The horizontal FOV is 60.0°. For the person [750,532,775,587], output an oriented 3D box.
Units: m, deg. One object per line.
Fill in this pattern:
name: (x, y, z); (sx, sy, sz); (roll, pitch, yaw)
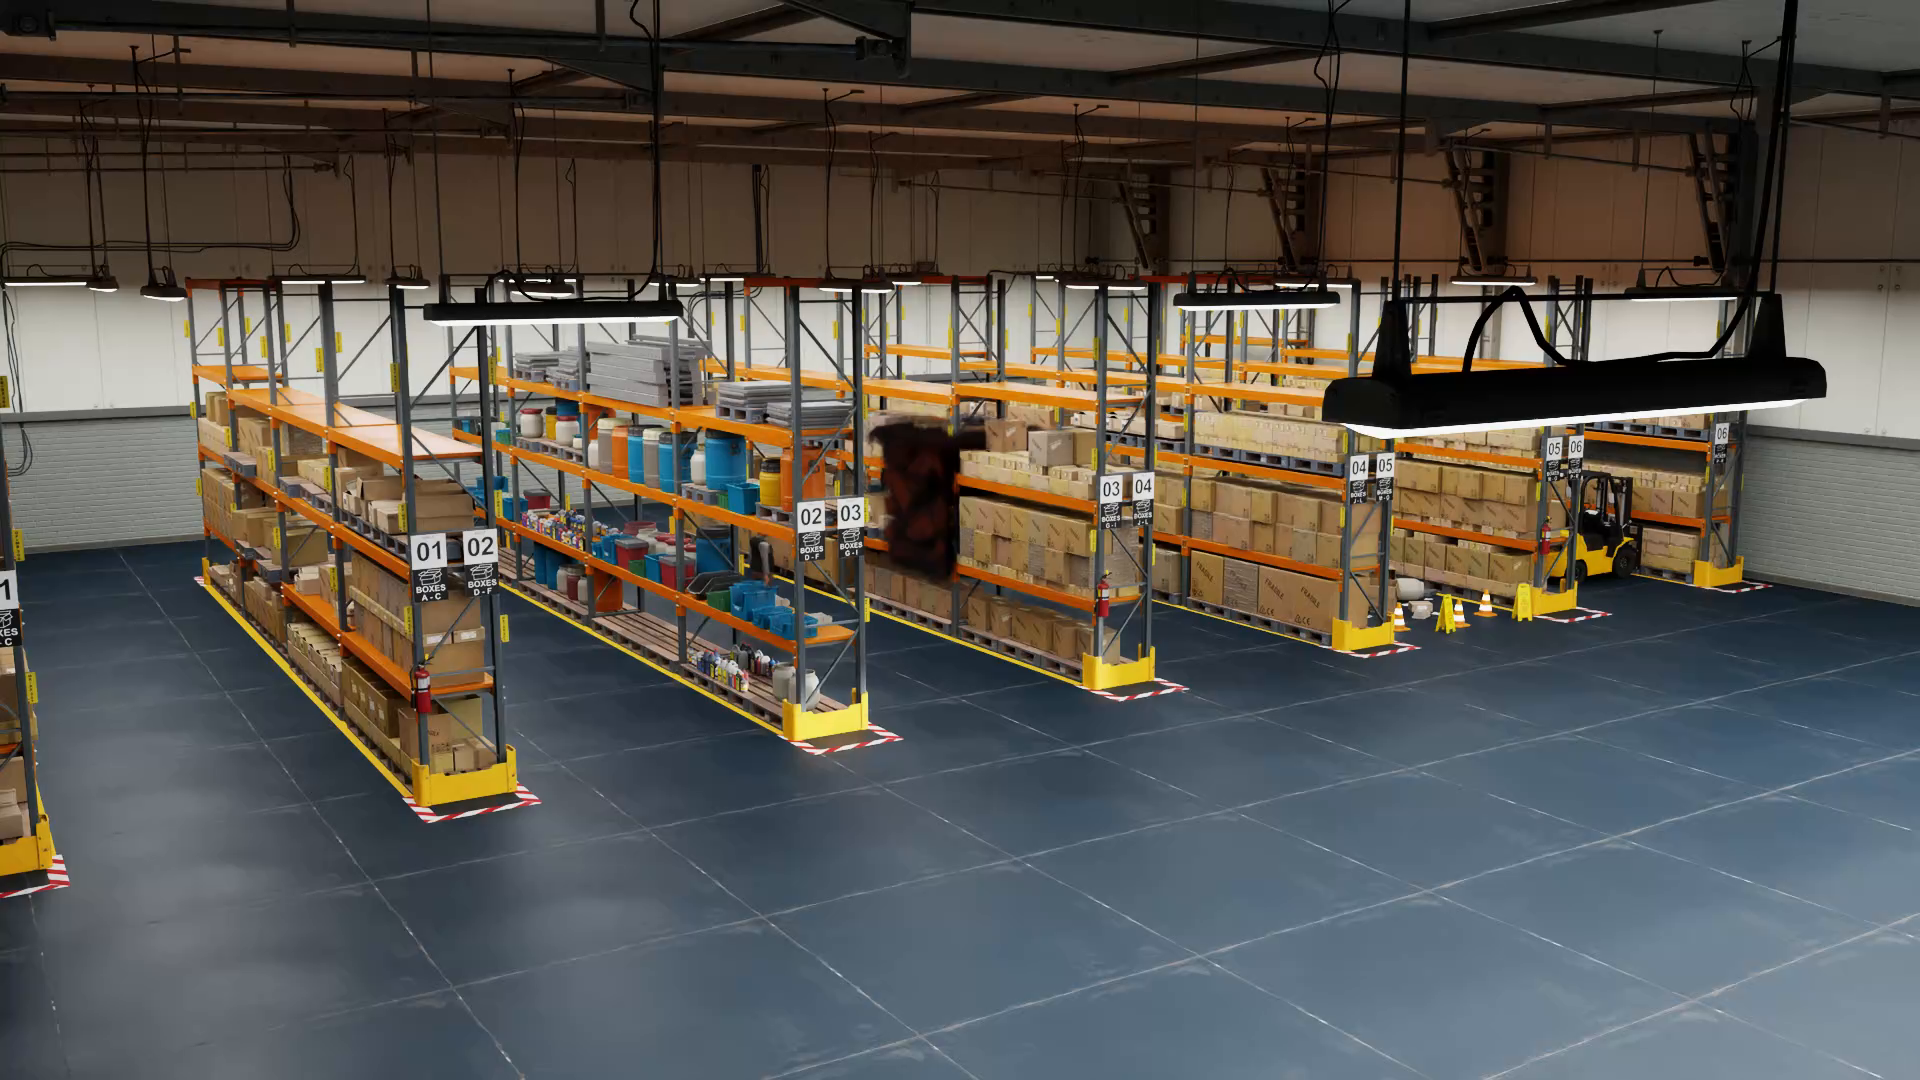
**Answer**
person: (-3.289, 0.567, 27.702); (0.556, 1.754, 0.413); (9, 13, 42)
